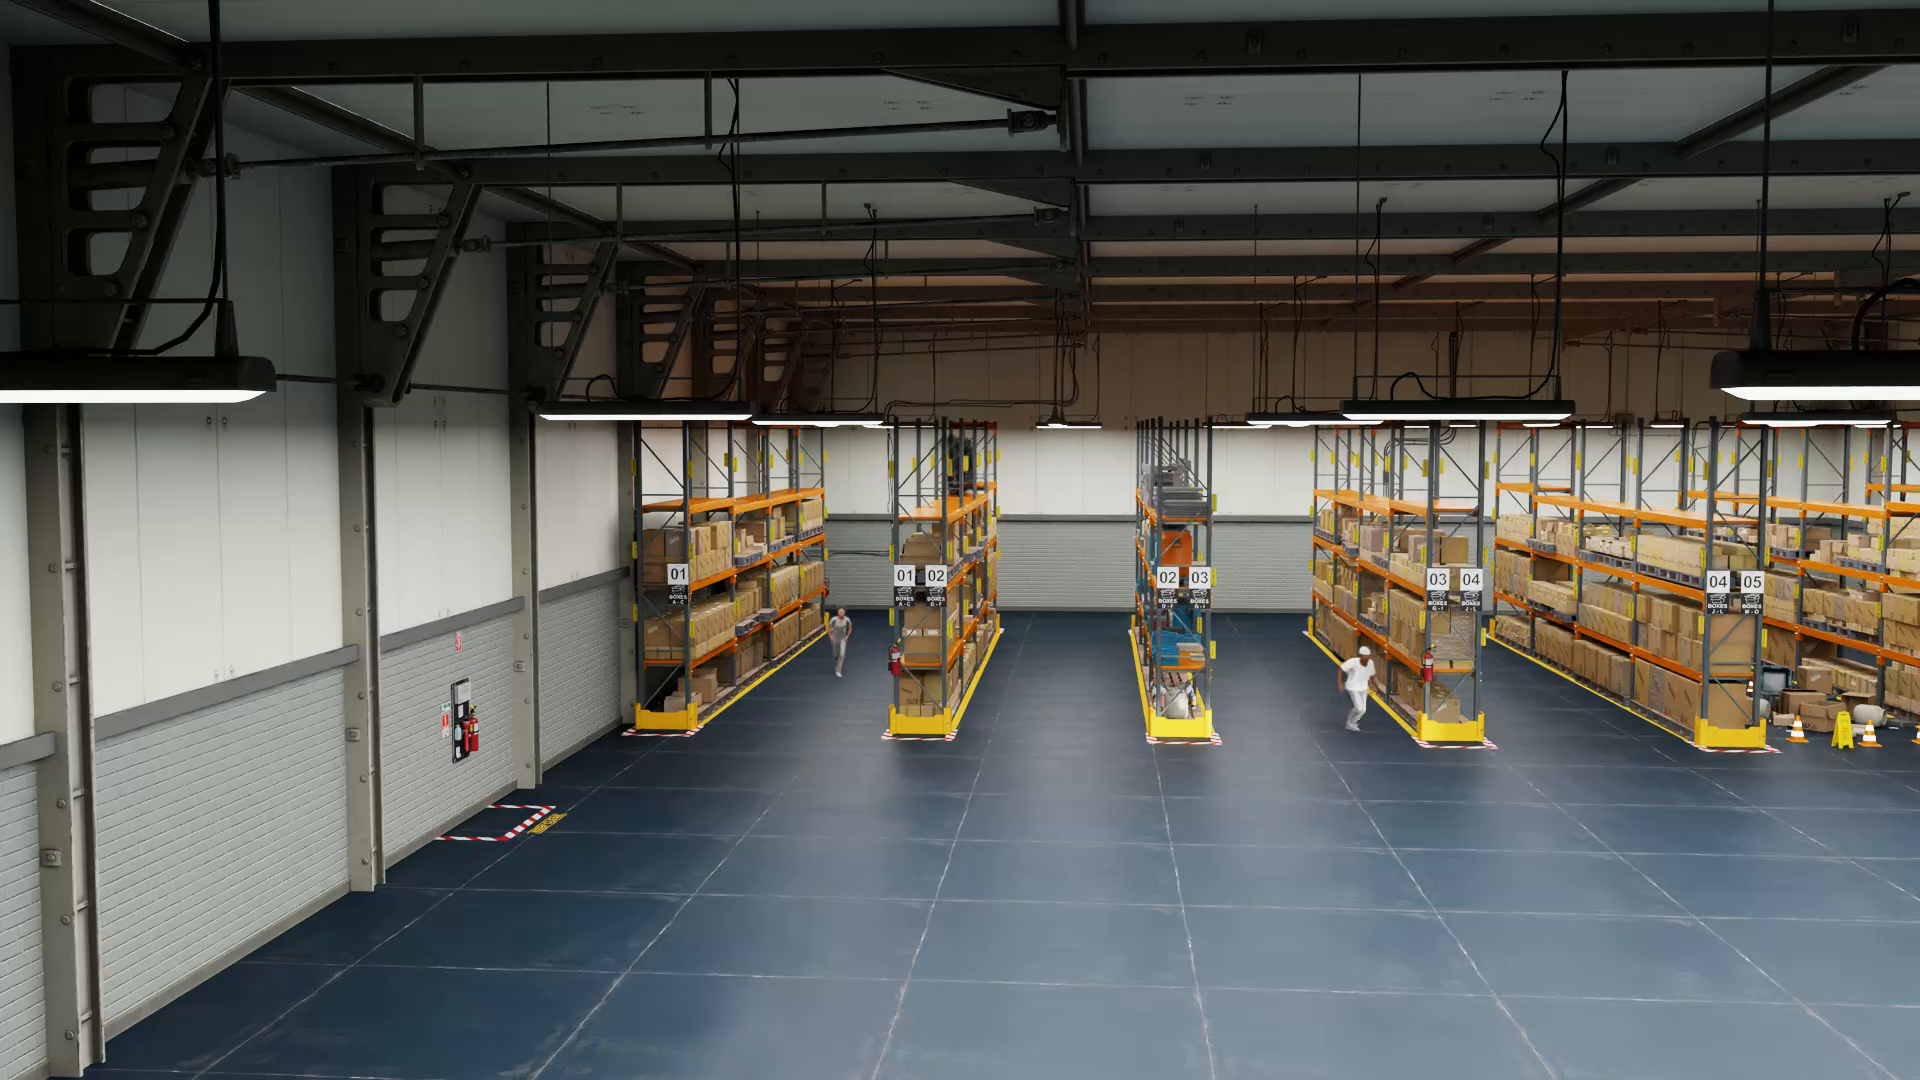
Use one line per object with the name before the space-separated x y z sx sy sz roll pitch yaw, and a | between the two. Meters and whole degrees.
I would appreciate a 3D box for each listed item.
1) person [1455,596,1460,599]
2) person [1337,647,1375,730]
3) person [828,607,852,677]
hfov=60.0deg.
person | 13.986 1.882 46.745 0.626 1.596 0.585 2 4 31
person | 7.549 2.827 31.559 0.726 1.641 0.653 -1 4 -18
person | -2.829 2.366 39.204 0.574 1.624 0.682 0 4 -6
